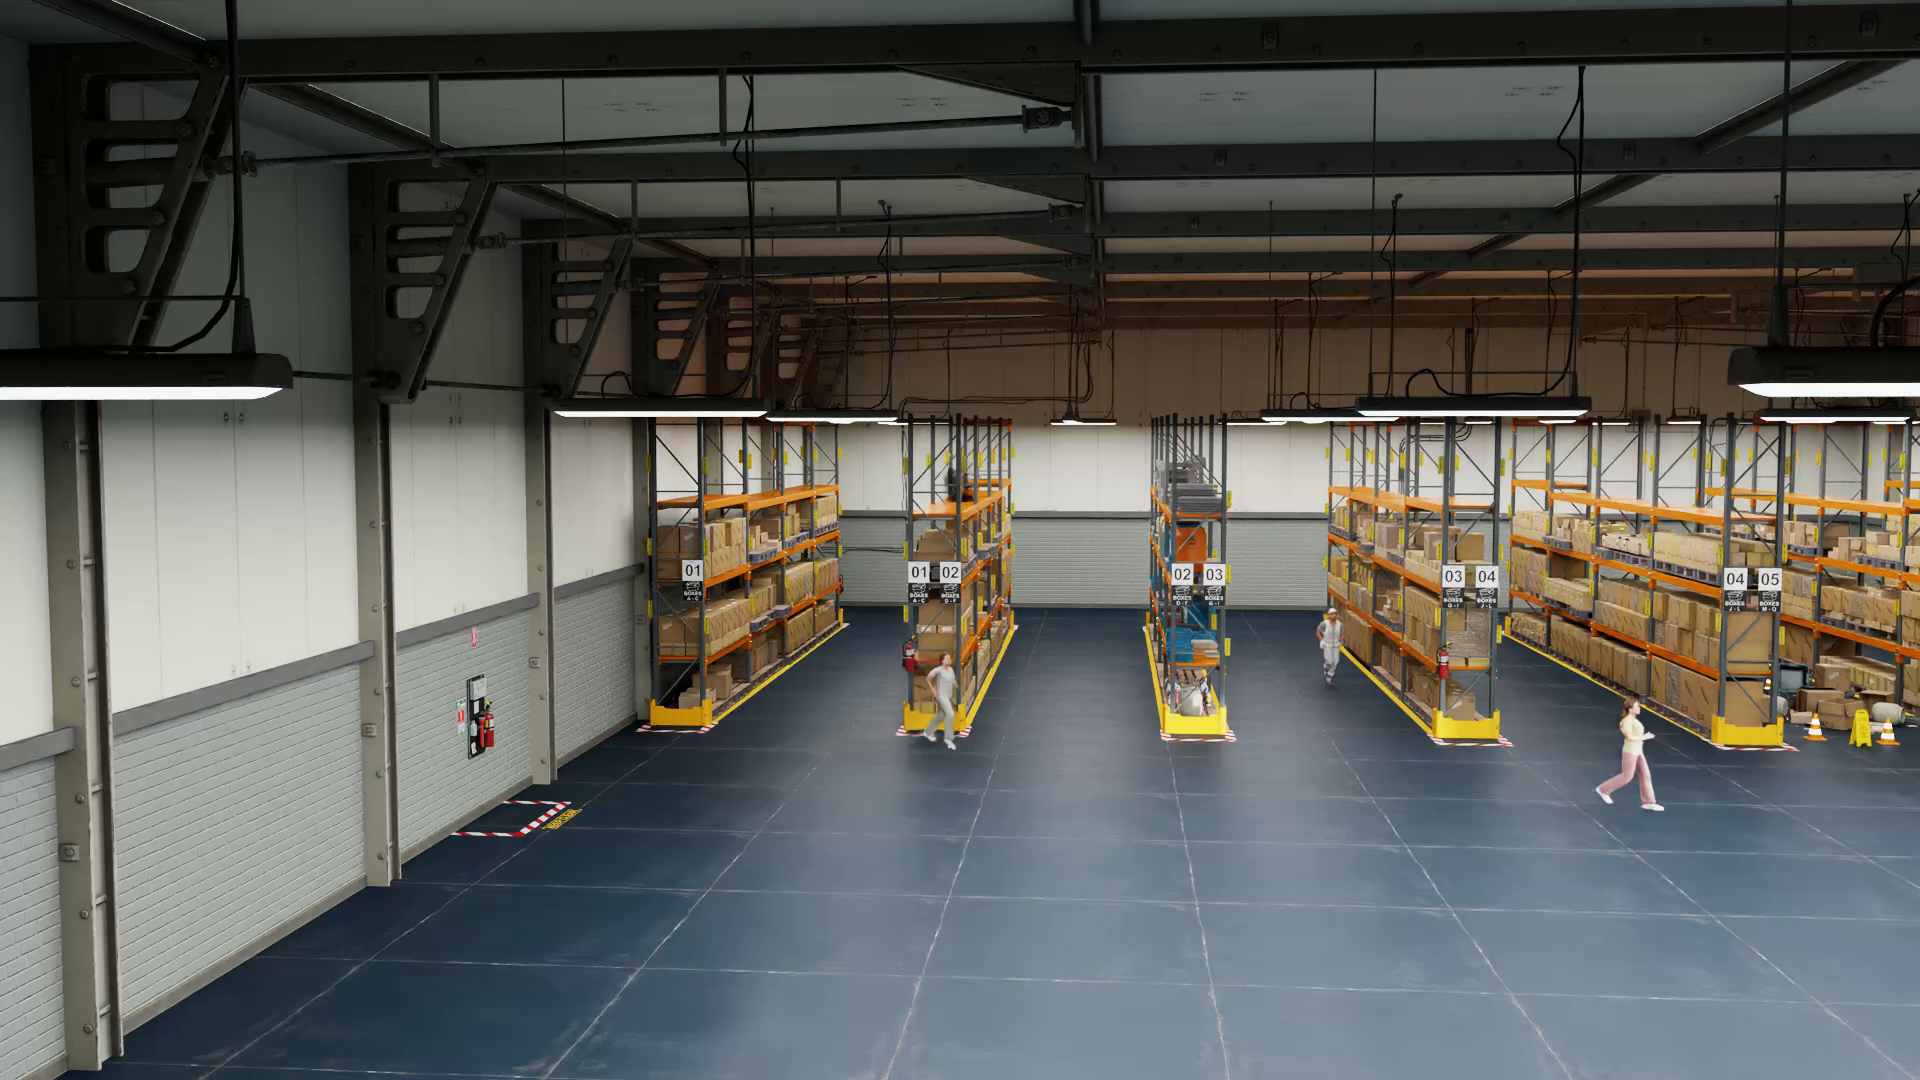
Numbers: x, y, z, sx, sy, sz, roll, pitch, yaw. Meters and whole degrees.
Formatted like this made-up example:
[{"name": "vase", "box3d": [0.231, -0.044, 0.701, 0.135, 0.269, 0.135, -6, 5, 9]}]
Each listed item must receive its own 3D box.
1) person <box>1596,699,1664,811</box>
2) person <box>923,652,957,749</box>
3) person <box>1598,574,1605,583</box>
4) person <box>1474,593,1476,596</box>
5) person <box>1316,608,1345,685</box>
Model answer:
[{"name": "person", "box3d": [10.045, 3.193, 24.883, 0.963, 1.644, 0.579, 3, 5, 34]}, {"name": "person", "box3d": [-0.326, 2.875, 30.011, 0.784, 1.724, 0.564, 2, 5, 32]}, {"name": "person", "box3d": [18.251, 1.753, 47.246, 0.655, 1.614, 0.603, 0, 4, -3]}, {"name": "person", "box3d": [14.667, 1.787, 47.281, 0.470, 1.491, 0.622, -1, 4, -8]}, {"name": "person", "box3d": [8.270, 2.377, 36.933, 0.599, 1.728, 0.583, 0, 4, -6]}]
